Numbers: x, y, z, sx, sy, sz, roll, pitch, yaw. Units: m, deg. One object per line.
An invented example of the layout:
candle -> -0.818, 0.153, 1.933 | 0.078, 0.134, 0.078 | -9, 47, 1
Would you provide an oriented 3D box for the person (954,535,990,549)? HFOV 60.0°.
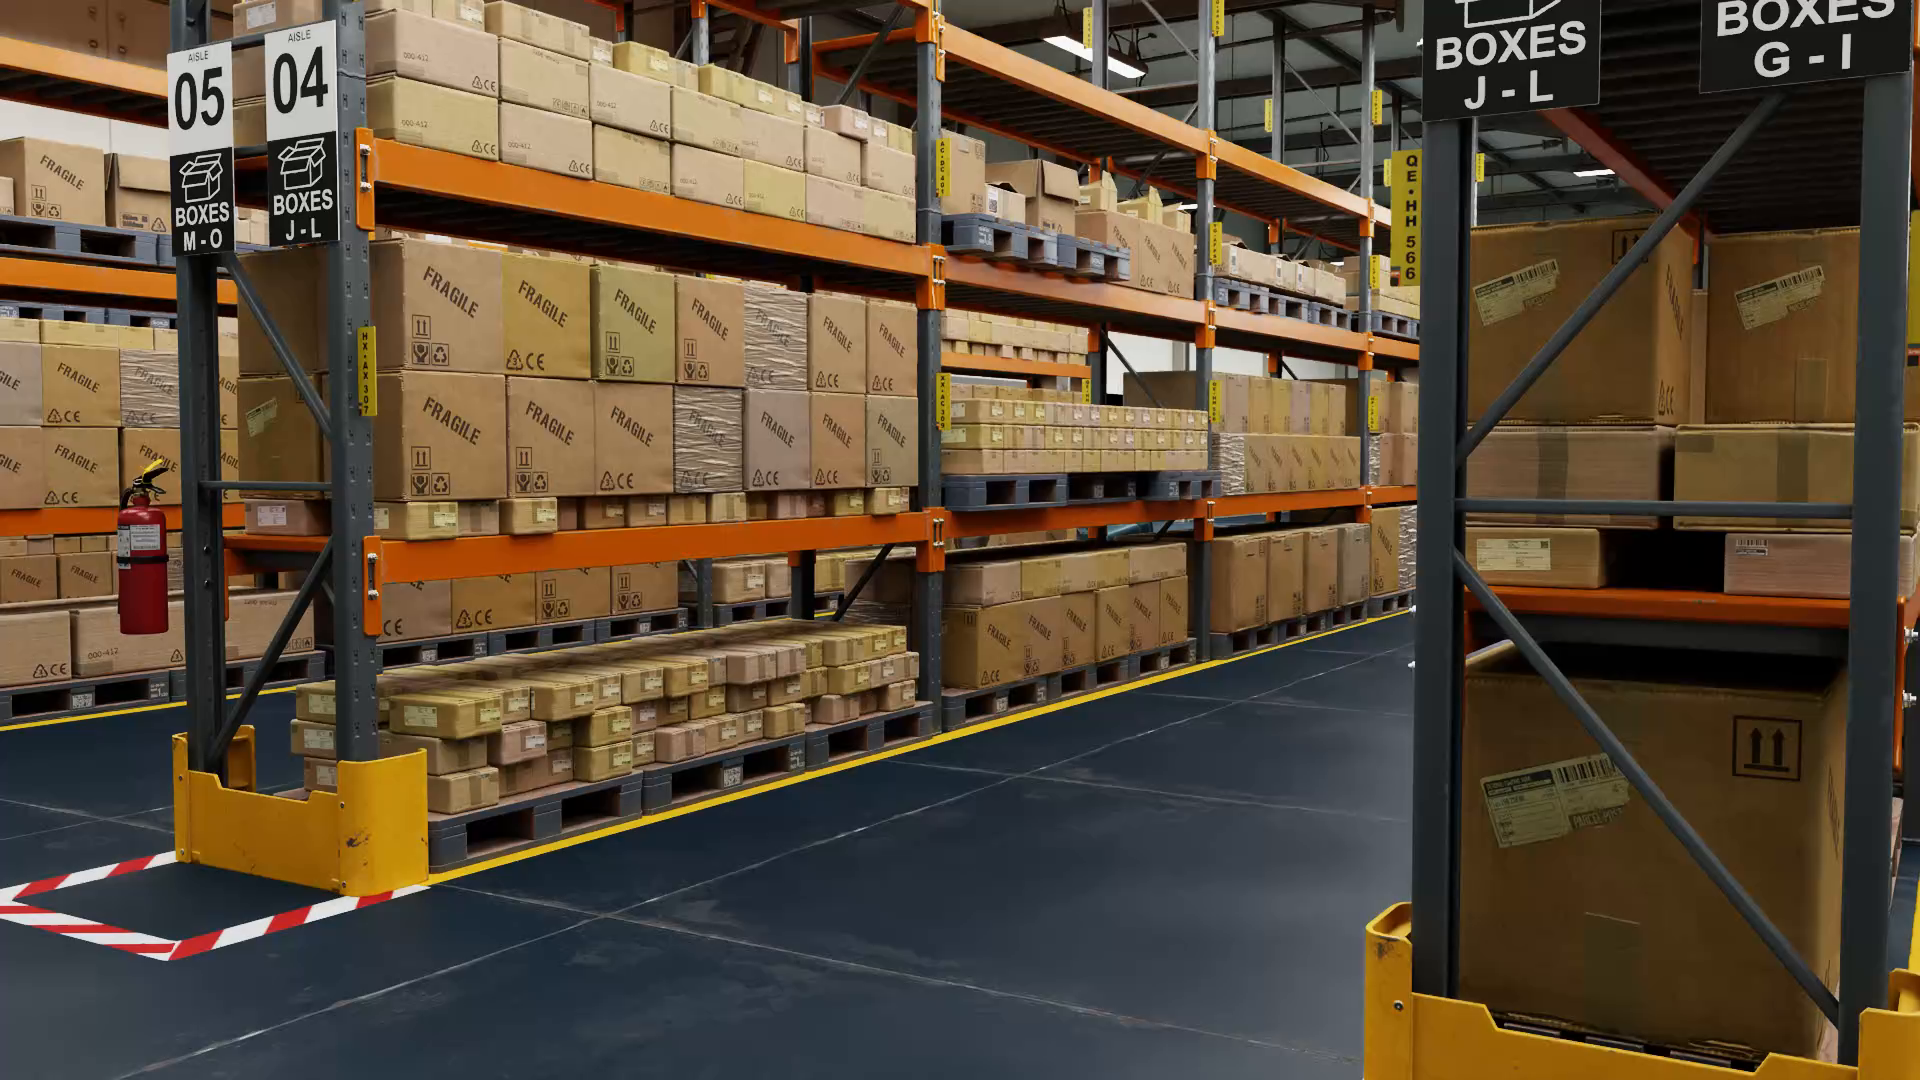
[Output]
person -> 0.082, -0.083, 16.713 | 0.528, 1.695, 0.569 | 2, 3, 31
